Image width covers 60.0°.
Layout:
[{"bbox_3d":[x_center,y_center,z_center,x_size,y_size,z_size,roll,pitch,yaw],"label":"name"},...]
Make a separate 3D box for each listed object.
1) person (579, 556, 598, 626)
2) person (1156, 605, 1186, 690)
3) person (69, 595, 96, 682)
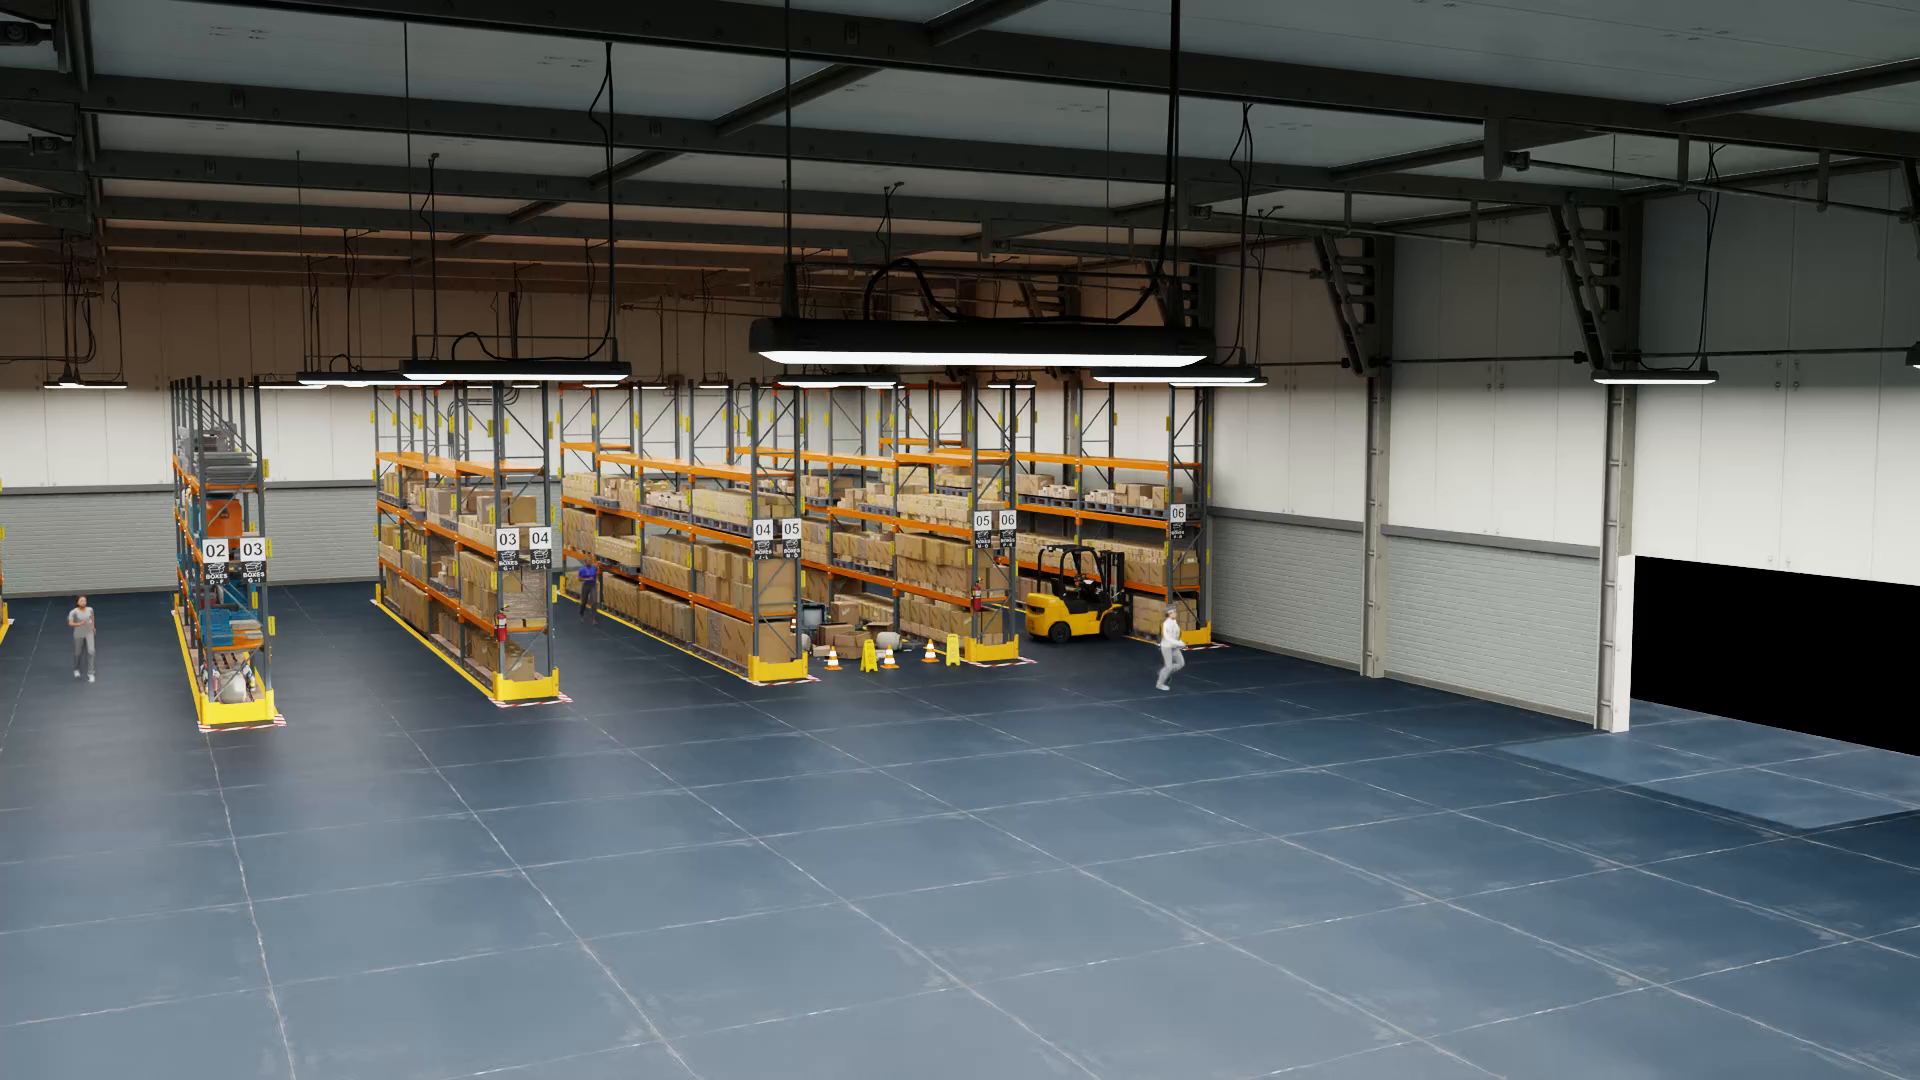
[{"bbox_3d":[-9.159,1.242,40.970,0.557,1.667,0.883,-3,6,-33],"label":"person"},{"bbox_3d":[4.075,2.061,31.923,0.633,1.646,0.592,3,6,31],"label":"person"},{"bbox_3d":[-17.437,1.931,33.040,0.543,1.697,0.909,-5,7,-44],"label":"person"}]
